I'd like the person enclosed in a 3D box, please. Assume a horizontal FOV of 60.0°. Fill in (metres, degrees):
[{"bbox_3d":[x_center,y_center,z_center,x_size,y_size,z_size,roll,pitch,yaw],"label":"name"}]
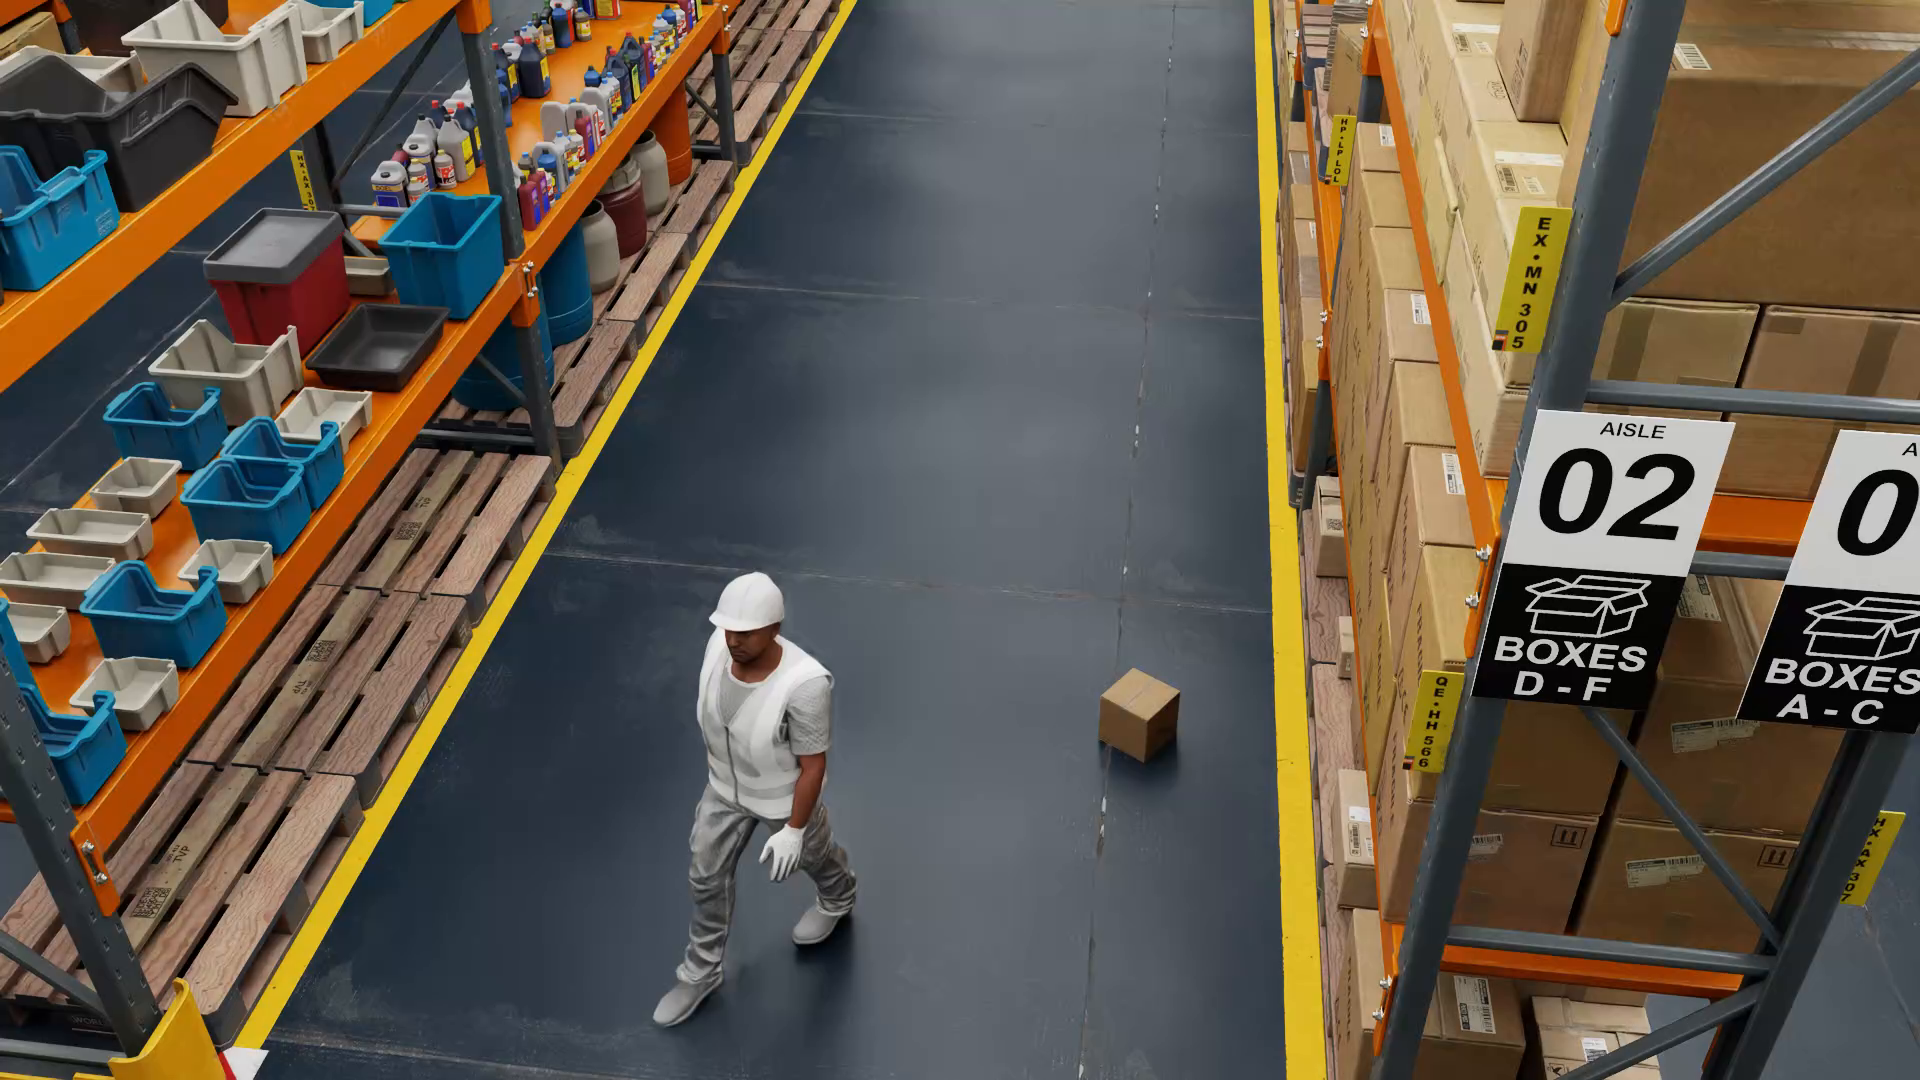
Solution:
[{"bbox_3d":[-0.733,0.901,5.767,0.608,1.788,0.853,21,41,26],"label":"person"}]
